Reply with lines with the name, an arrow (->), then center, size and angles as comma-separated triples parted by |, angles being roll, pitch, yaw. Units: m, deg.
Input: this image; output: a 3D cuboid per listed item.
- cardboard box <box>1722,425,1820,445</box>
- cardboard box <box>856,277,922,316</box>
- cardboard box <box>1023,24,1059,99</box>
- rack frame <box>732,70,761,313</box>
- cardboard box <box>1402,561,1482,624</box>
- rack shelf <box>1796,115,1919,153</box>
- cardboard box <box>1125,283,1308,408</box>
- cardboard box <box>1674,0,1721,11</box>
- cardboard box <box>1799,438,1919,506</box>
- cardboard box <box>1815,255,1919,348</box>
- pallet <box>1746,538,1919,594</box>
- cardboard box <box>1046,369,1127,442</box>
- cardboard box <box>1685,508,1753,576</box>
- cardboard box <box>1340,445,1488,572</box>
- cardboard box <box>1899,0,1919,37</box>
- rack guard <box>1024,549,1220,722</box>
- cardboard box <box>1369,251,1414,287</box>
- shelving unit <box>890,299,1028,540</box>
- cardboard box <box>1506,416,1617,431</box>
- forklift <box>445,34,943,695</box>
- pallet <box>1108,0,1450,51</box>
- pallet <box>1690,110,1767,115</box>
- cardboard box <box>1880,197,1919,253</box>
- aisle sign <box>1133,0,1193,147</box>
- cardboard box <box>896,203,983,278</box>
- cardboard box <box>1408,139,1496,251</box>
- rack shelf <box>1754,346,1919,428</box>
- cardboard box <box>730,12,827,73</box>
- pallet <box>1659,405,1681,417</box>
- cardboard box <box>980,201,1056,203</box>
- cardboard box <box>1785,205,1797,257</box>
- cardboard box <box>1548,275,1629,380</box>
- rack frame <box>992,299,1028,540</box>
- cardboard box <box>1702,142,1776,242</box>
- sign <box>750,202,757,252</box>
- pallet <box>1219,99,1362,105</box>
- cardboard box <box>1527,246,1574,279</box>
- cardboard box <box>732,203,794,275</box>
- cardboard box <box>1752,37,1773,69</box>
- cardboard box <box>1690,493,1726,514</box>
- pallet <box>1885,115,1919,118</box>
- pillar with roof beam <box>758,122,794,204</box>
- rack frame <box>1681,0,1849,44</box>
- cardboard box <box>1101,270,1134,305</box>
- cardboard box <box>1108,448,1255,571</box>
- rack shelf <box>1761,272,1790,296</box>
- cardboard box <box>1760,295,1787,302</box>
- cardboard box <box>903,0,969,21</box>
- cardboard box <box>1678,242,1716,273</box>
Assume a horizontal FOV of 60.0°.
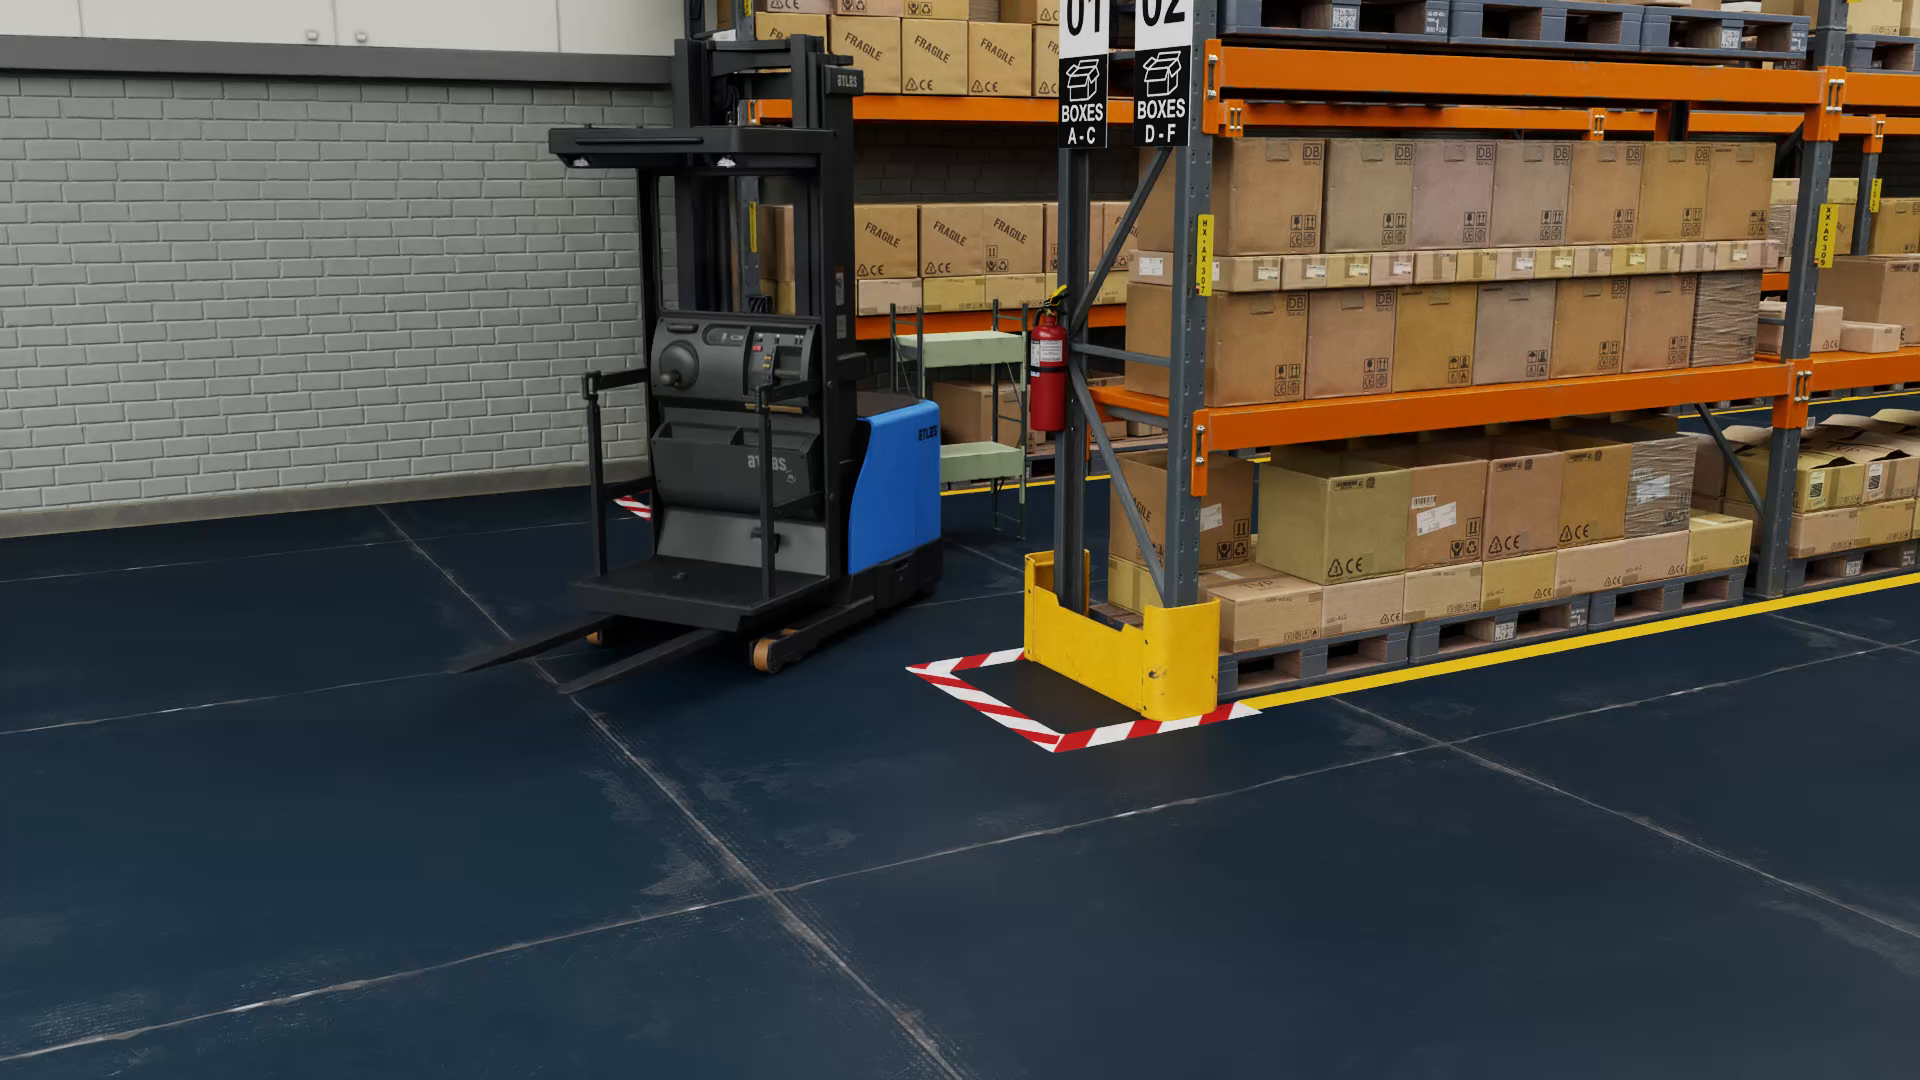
cardboard box -> 4.923, -0.523, 10.131 | 0.500, 0.311, 0.500 | -6, 14, -26
cardboard box -> -0.607, -1.750, 11.849 | 0.500, 0.250, 0.500 | -7, 15, -30
cardboard box -> 0.632, -3.491, 12.186 | 0.500, 0.500, 0.500 | -7, 15, -30
rack frame -> -1.636, -1.766, 11.623 | 0.127, 3.000, 1.000 | -7, 14, -28
cardboard box -> 2.194, 0.206, 8.169 | 0.500, 0.250, 0.500 | -7, 14, -28
rack shelf -> 10.652, -4.351, 17.917 | 4.000, 0.370, 1.077 | -7, 14, -28
cardboard box -> 1.156, -0.907, 7.580 | 0.500, 0.500, 0.700 | -7, 14, -28
cardboard box -> 3.683, -3.016, 8.842 | 0.500, 0.500, 0.500 | -6, 14, -23
cardboard box -> 5.175, -0.416, 9.657 | 0.500, 0.311, 0.500 | -7, 14, -29
cardboard box -> 5.396, -1.414, 9.833 | 0.500, 0.500, 0.500 | -6, 14, -24
pallet -> 4.879, 0.043, 9.937 | 1.213, 0.211, 1.003 | -7, 14, -28
cardboard box -> 0.983, -1.065, 13.200 | 0.500, 0.500, 0.500 | -8, 15, -32
cardboard box -> 3.949, -0.005, 9.105 | 0.500, 0.250, 0.500 | -7, 14, -28
cardboard box -> 2.188, -0.162, 8.097 | 0.500, 0.500, 0.500 | -7, 14, -28
cardboard box -> 5.278, -2.949, 9.433 | 0.500, 0.250, 0.500 | -8, 15, -33
rack guard -> 0.719, 0.410, 7.646 | 0.348, 0.500, 1.175 | -7, 14, -28
cardboard box -> 1.861, -1.257, 7.657 | 0.250, 0.149, 0.380 | -7, 14, -29
shelving unit -> -0.006, -0.731, 10.441 | 0.755, 1.500, 0.431 | -7, 14, -28
cardboard box -> 3.259, -0.419, 9.237 | 0.500, 0.500, 0.500 | -7, 14, -28
forklift -> -1.214, -0.913, 7.992 | 1.130, 2.935, 3.031 | 6, 14, 26
pallet -> 1.373, -2.301, 7.372 | 1.213, 0.211, 1.003 | -7, 14, -28
pallet -> 6.905, -4.175, 15.926 | 1.213, 0.211, 1.003 | -6, 14, -25
cardboard box -> 10.024, -3.304, 17.776 | 0.700, 0.700, 0.980 | -7, 15, -29
aisle sign -> 0.830, -2.014, 6.805 | 0.004, 0.787, 0.394 | -7, 14, -28
cardboard box -> -0.178, -2.164, 11.980 | 0.500, 0.500, 0.500 | -7, 15, -30
cardboard box -> 2.104, -1.655, 7.949 | 0.500, 0.500, 0.700 | -7, 14, -28
rack shelf -> 6.007, -1.092, 10.267 | 4.000, 0.370, 1.077 | -7, 14, -28
cardboard box -> -1.223, -3.275, 11.223 | 0.500, 0.500, 0.500 | -6, 14, -26
pallet -> 6.114, -1.315, 15.973 | 1.213, 0.211, 1.003 | -7, 14, -28
cardboard box -> 0.466, -2.375, 12.918 | 0.500, 0.500, 0.500 | -6, 14, -26
cardboard box -> 8.169, -3.079, 16.509 | 0.500, 0.500, 0.500 | -7, 14, -27
cardboard box -> 2.963, -1.124, 8.546 | 0.500, 0.500, 0.700 | -7, 14, -27
rack frame -> 0.315, -0.769, 10.612 | 0.023, 1.500, 0.400 | -7, 14, -28
cardboard box -> 3.865, -1.866, 8.887 | 0.500, 0.500, 0.700 | -7, 14, -28
sign -> -1.376, -2.084, 11.064 | 0.005, 0.325, 0.100 | -7, 14, -28
pallet -> 2.468, -3.603, 13.382 | 1.003, 0.211, 1.213 | -7, 14, -28
cardboard box -> 2.768, -1.366, 8.141 | 0.250, 0.149, 0.380 | -6, 14, -26
cardboard box -> -1.324, -2.159, 11.958 | 0.500, 0.500, 0.500 | -7, 14, -28
cardboard box -> 7.614, -4.613, 16.211 | 0.500, 0.500, 0.700 | -7, 15, -29
cardboard box -> 4.476, -0.195, 9.951 | 0.500, 0.250, 0.500 | -7, 14, -28
pallet -> 10.689, -4.660, 17.853 | 1.213, 0.211, 1.003 | -7, 14, -28
pillar with roof beam -> 0.626, -4.103, 8.346 | 0.400, 9.000, 9.100 | -7, 14, -28
rack frame -> 4.251, -4.159, 8.594 | 0.127, 3.000, 1.000 | -7, 14, -28
cardboard box -> 1.163, -1.964, 12.801 | 0.500, 0.250, 0.500 | -7, 14, -28
cardboard box -> 1.069, -0.155, 8.062 | 0.500, 0.500, 0.500 | -7, 14, -28
rack shelf -> 7.141, -2.467, 16.377 | 4.000, 0.370, 1.077 | -7, 14, -28
cardboard box -> 8.388, -2.091, 17.008 | 0.750, 0.750, 0.750 | -7, 14, -27
cardboard box -> -0.273, -3.868, 11.584 | 0.500, 0.500, 0.500 | -6, 14, -26
cardboard box -> 3.669, -1.474, 8.622 | 0.250, 0.149, 0.380 | -7, 15, -30
